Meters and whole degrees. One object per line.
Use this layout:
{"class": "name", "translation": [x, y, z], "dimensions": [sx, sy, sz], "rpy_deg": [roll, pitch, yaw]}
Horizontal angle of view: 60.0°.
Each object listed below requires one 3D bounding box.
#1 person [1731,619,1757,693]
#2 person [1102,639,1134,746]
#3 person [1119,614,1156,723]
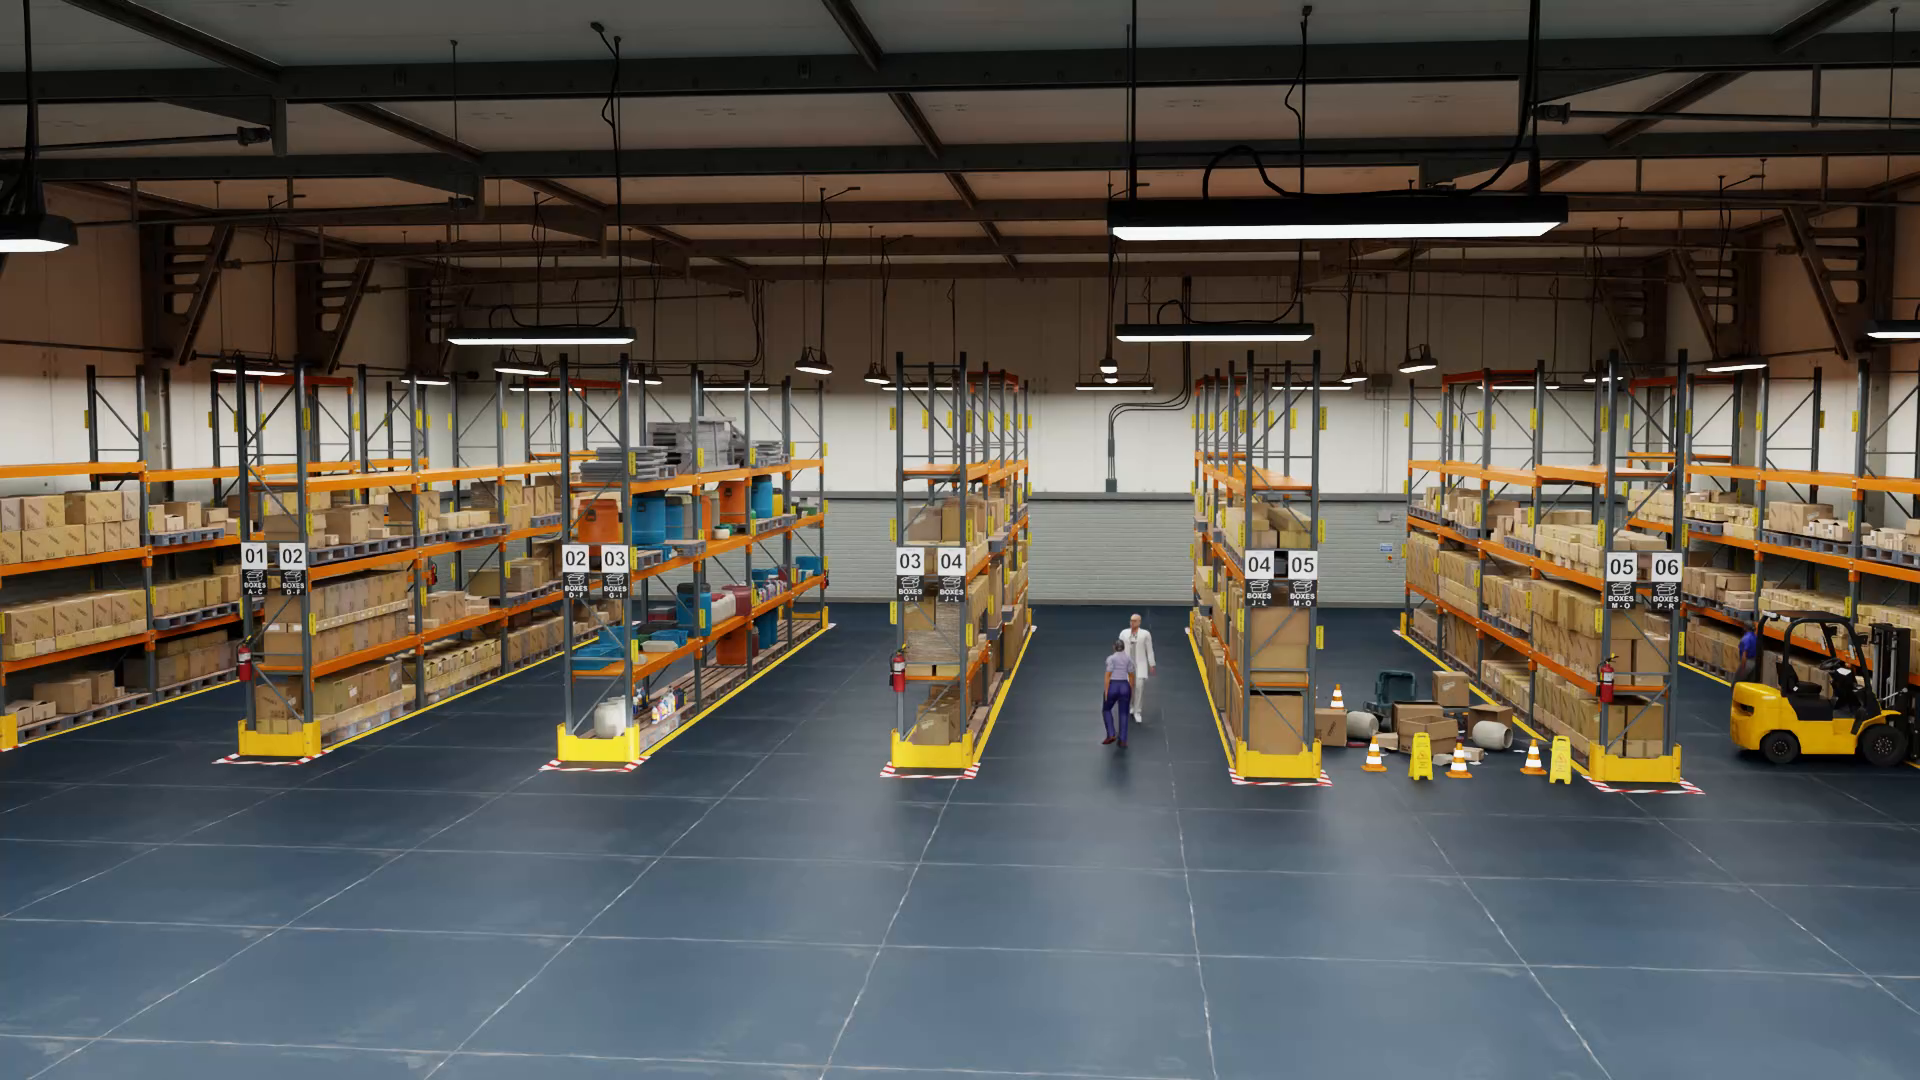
{"class": "person", "translation": [13.357, 2.184, 28.184], "dimensions": [0.506, 1.679, 0.383], "rpy_deg": [-2, 5, -27]}
{"class": "person", "translation": [2.458, 2.367, 25.688], "dimensions": [0.507, 1.671, 0.497], "rpy_deg": [-1, 4, -12]}
{"class": "person", "translation": [2.931, 2.125, 27.975], "dimensions": [0.650, 1.736, 1.035], "rpy_deg": [1, 4, 19]}
